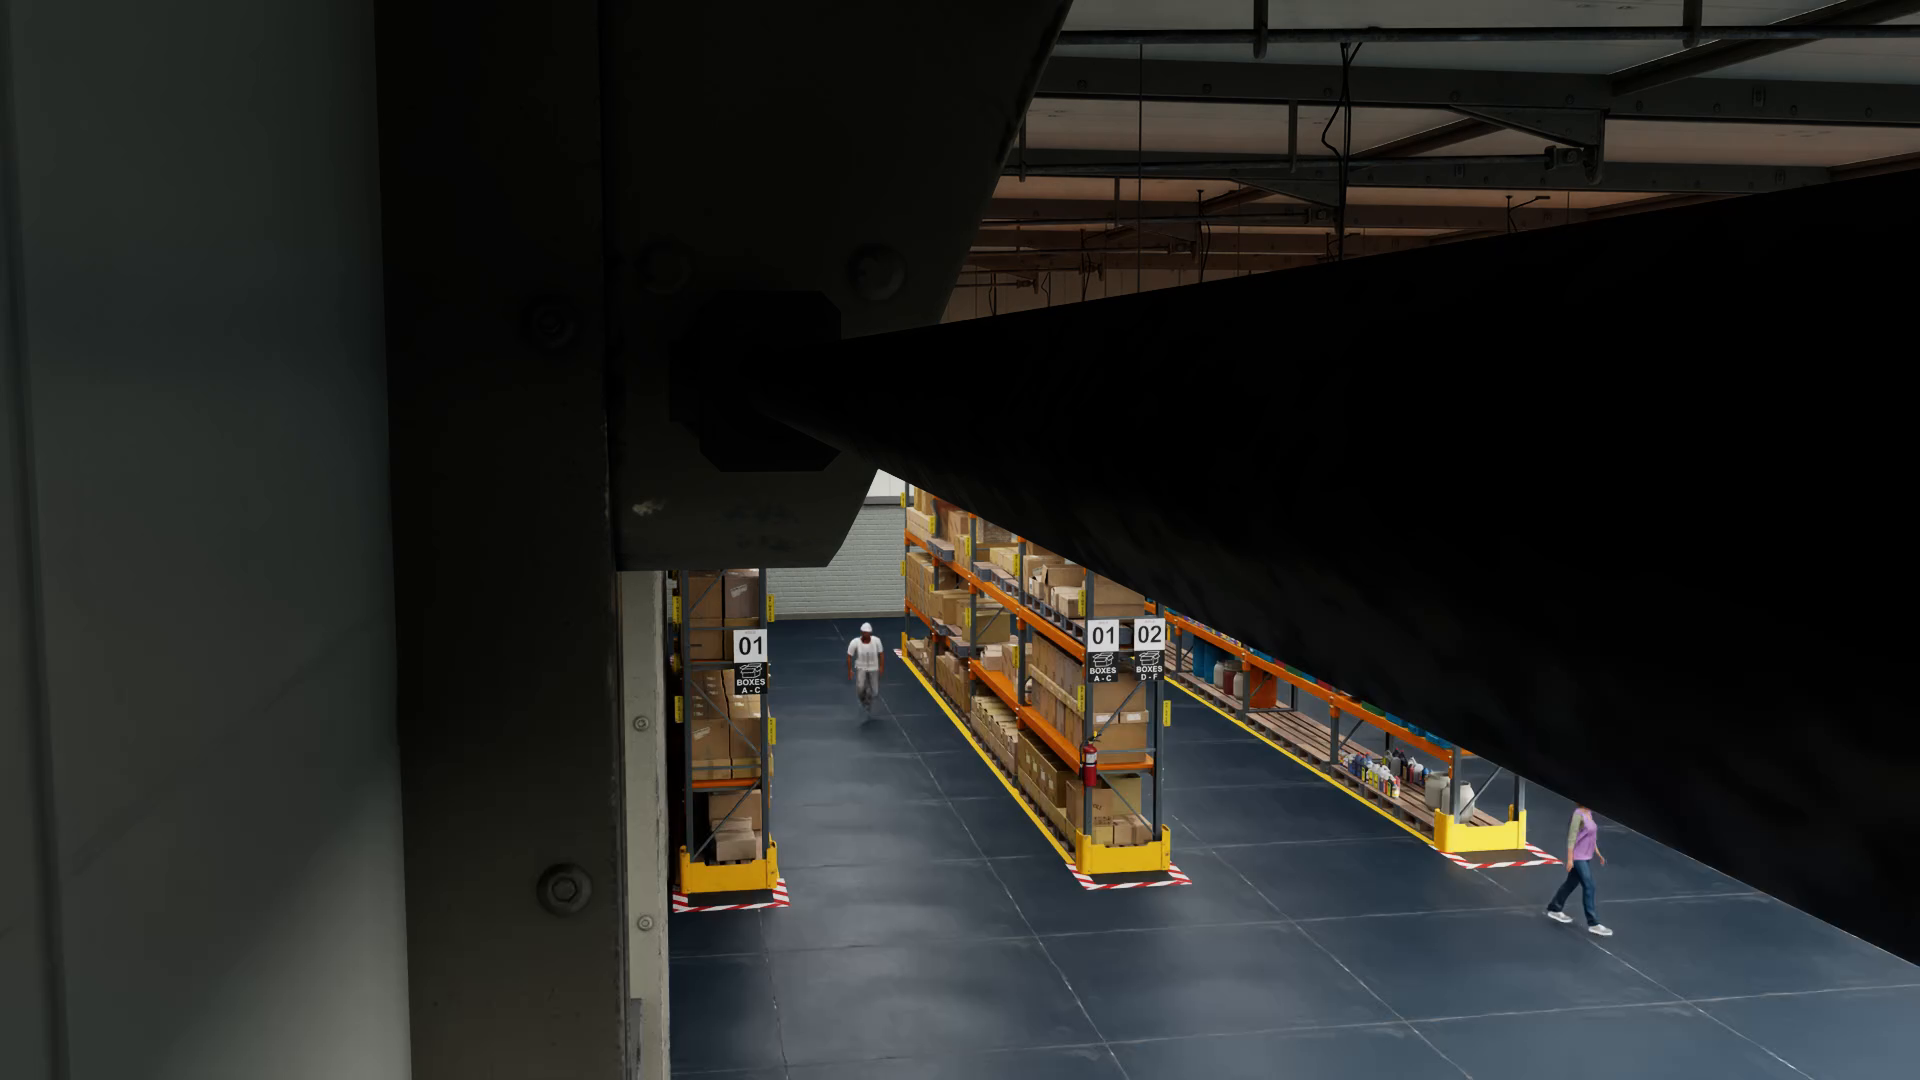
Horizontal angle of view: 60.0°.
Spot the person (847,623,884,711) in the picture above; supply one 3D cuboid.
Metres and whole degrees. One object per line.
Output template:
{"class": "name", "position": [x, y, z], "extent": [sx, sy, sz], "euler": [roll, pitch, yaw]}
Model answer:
{"class": "person", "position": [-1.692, 2.289, 29.823], "extent": [0.672, 1.644, 0.741], "euler": [-1, 6, -12]}

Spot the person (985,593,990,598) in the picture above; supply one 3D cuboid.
{"class": "person", "position": [0.442, 1.508, 38.456], "extent": [0.531, 1.617, 1.034], "euler": [-1, 6, -8]}

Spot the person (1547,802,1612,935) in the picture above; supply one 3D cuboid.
{"class": "person", "position": [7.041, 3.597, 18.771], "extent": [0.767, 1.565, 0.475], "euler": [4, 7, 34]}
